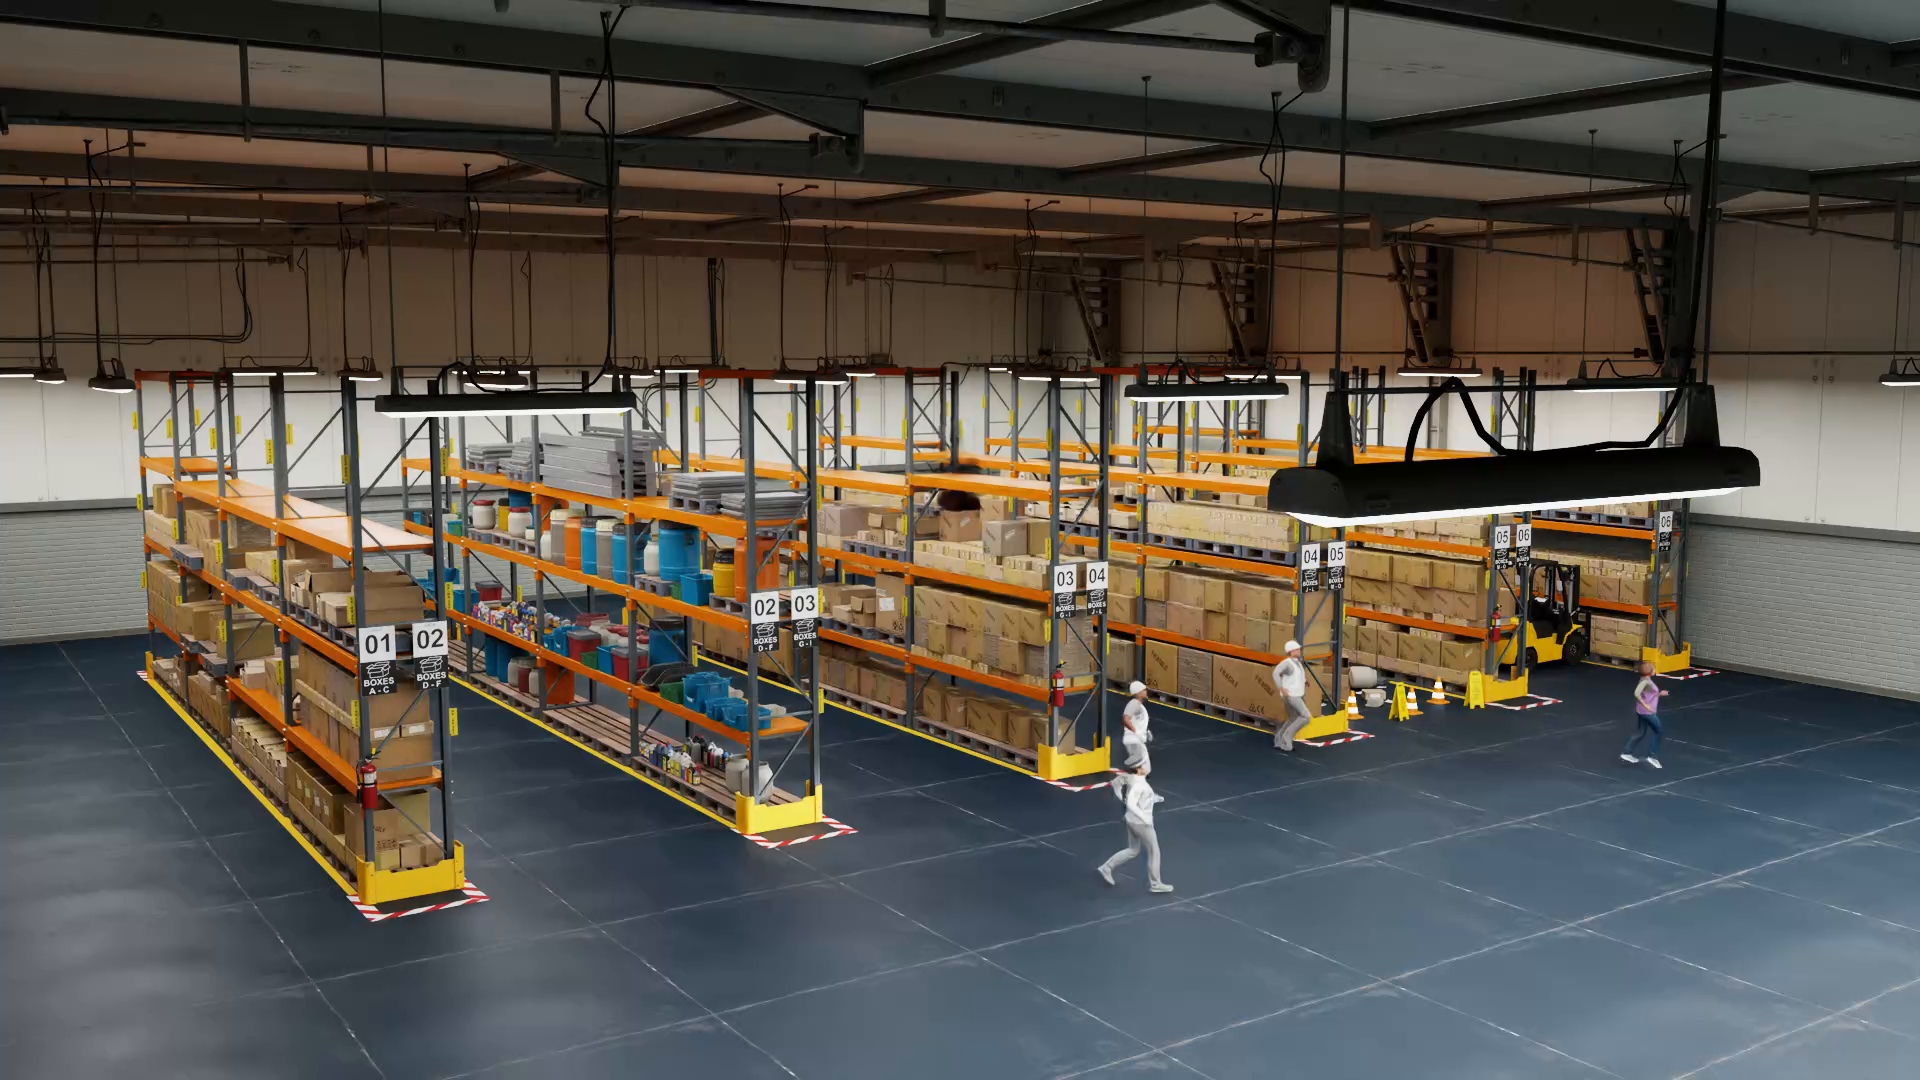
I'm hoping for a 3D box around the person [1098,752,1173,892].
[{"bbox_3d":[2.093,3.299,19.419,0.844,1.670,0.622,-1,7,-11],"label":"person"}]

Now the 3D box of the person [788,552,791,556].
[{"bbox_3d":[-4.095,0.894,40.947,0.598,1.694,0.784,4,7,30],"label":"person"}]

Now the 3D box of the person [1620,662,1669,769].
[{"bbox_3d":[10.466,2.724,25.364,0.681,1.548,0.479,1,7,9],"label":"person"}]

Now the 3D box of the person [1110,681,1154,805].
[{"bbox_3d":[2.430,2.845,23.477,0.608,1.688,0.737,1,6,5],"label":"person"}]

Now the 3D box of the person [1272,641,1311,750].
[{"bbox_3d":[5.337,2.483,26.541,0.609,1.740,0.654,3,7,23],"label":"person"}]
